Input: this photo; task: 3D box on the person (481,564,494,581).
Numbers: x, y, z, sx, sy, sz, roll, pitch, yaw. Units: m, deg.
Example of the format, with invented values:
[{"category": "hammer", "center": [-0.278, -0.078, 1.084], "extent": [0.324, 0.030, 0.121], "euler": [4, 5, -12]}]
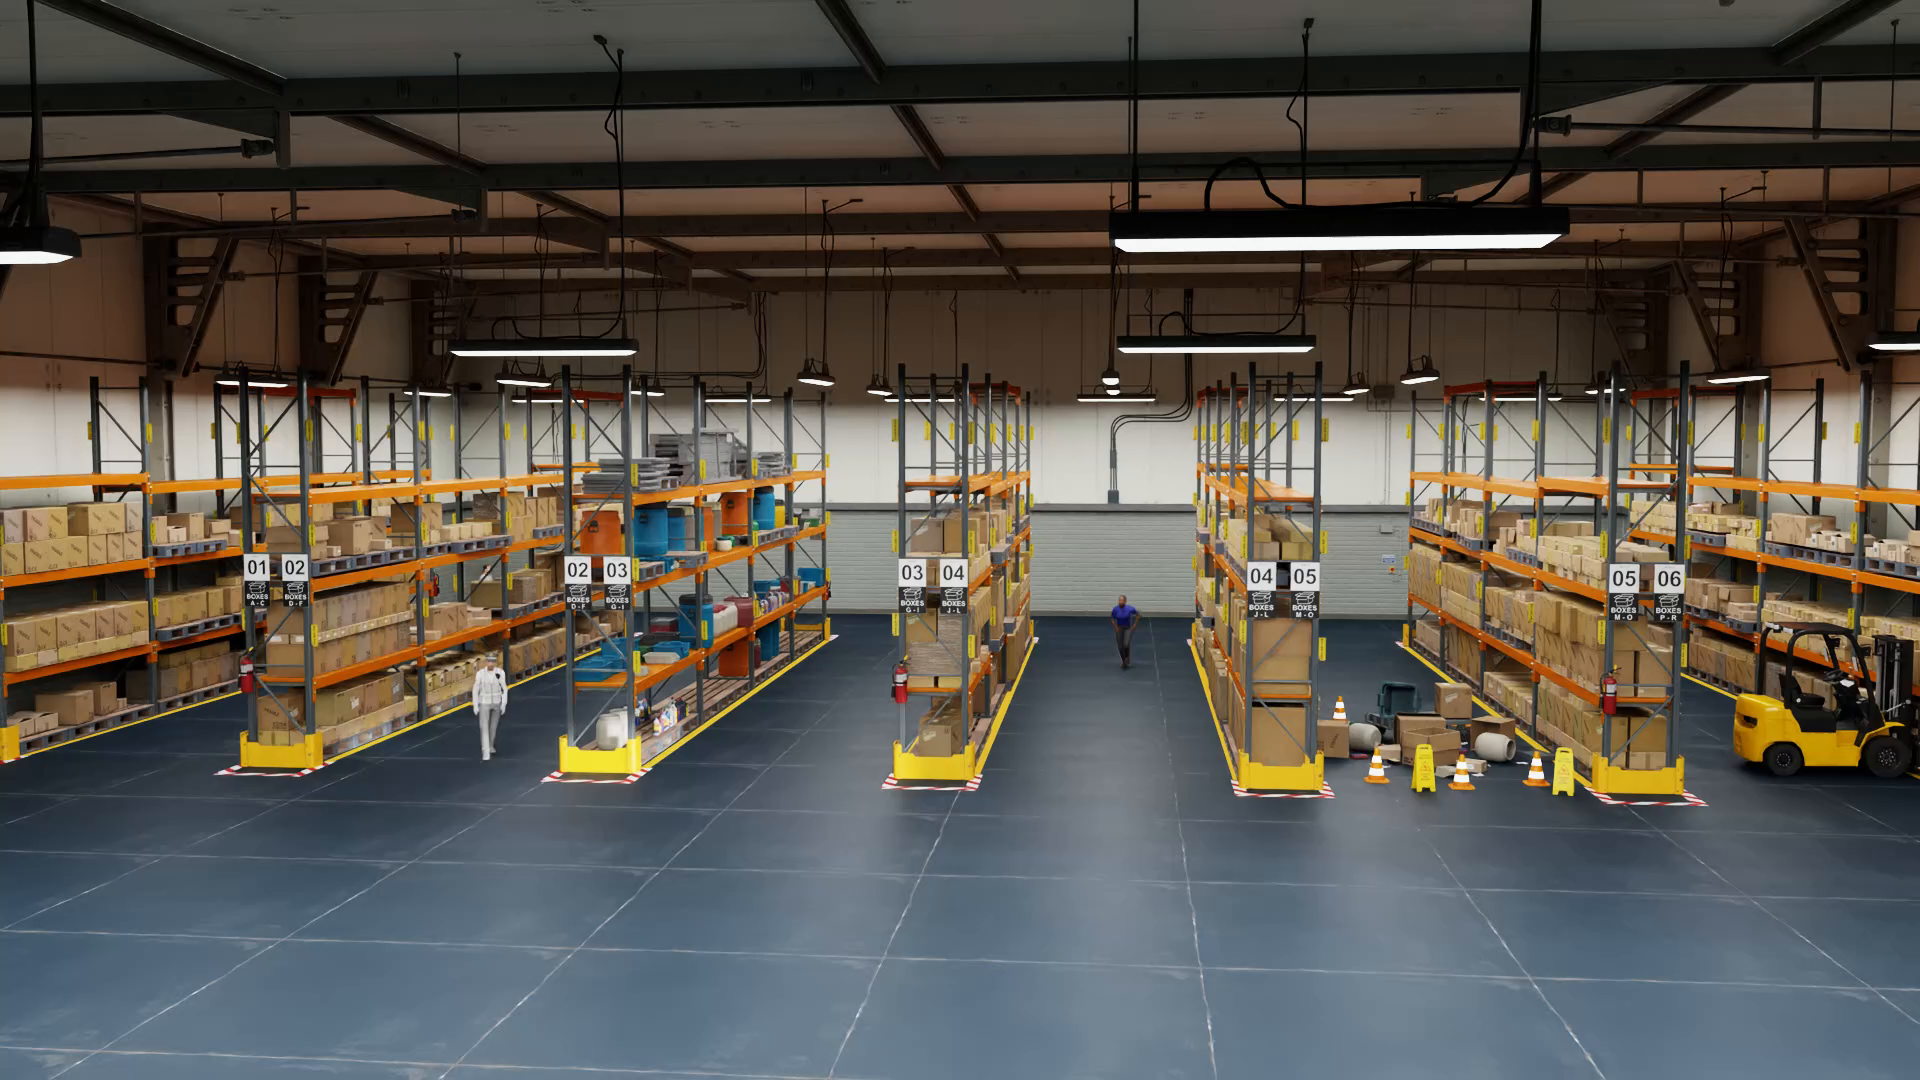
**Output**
[{"category": "person", "center": [-12.171, 1.425, 42.637], "extent": [0.709, 1.654, 0.434], "euler": [0, 4, 3]}]

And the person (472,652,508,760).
[{"category": "person", "center": [-7.207, 2.526, 25.567], "extent": [0.505, 1.616, 0.979], "euler": [-2, 4, -29]}]

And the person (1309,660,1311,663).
[{"category": "person", "center": [7.316, 1.886, 35.877], "extent": [0.539, 1.646, 0.499], "euler": [0, 4, 5]}]

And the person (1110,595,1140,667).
[{"category": "person", "center": [3.527, 1.944, 35.491], "extent": [0.614, 1.570, 0.738], "euler": [1, 4, 14]}]
